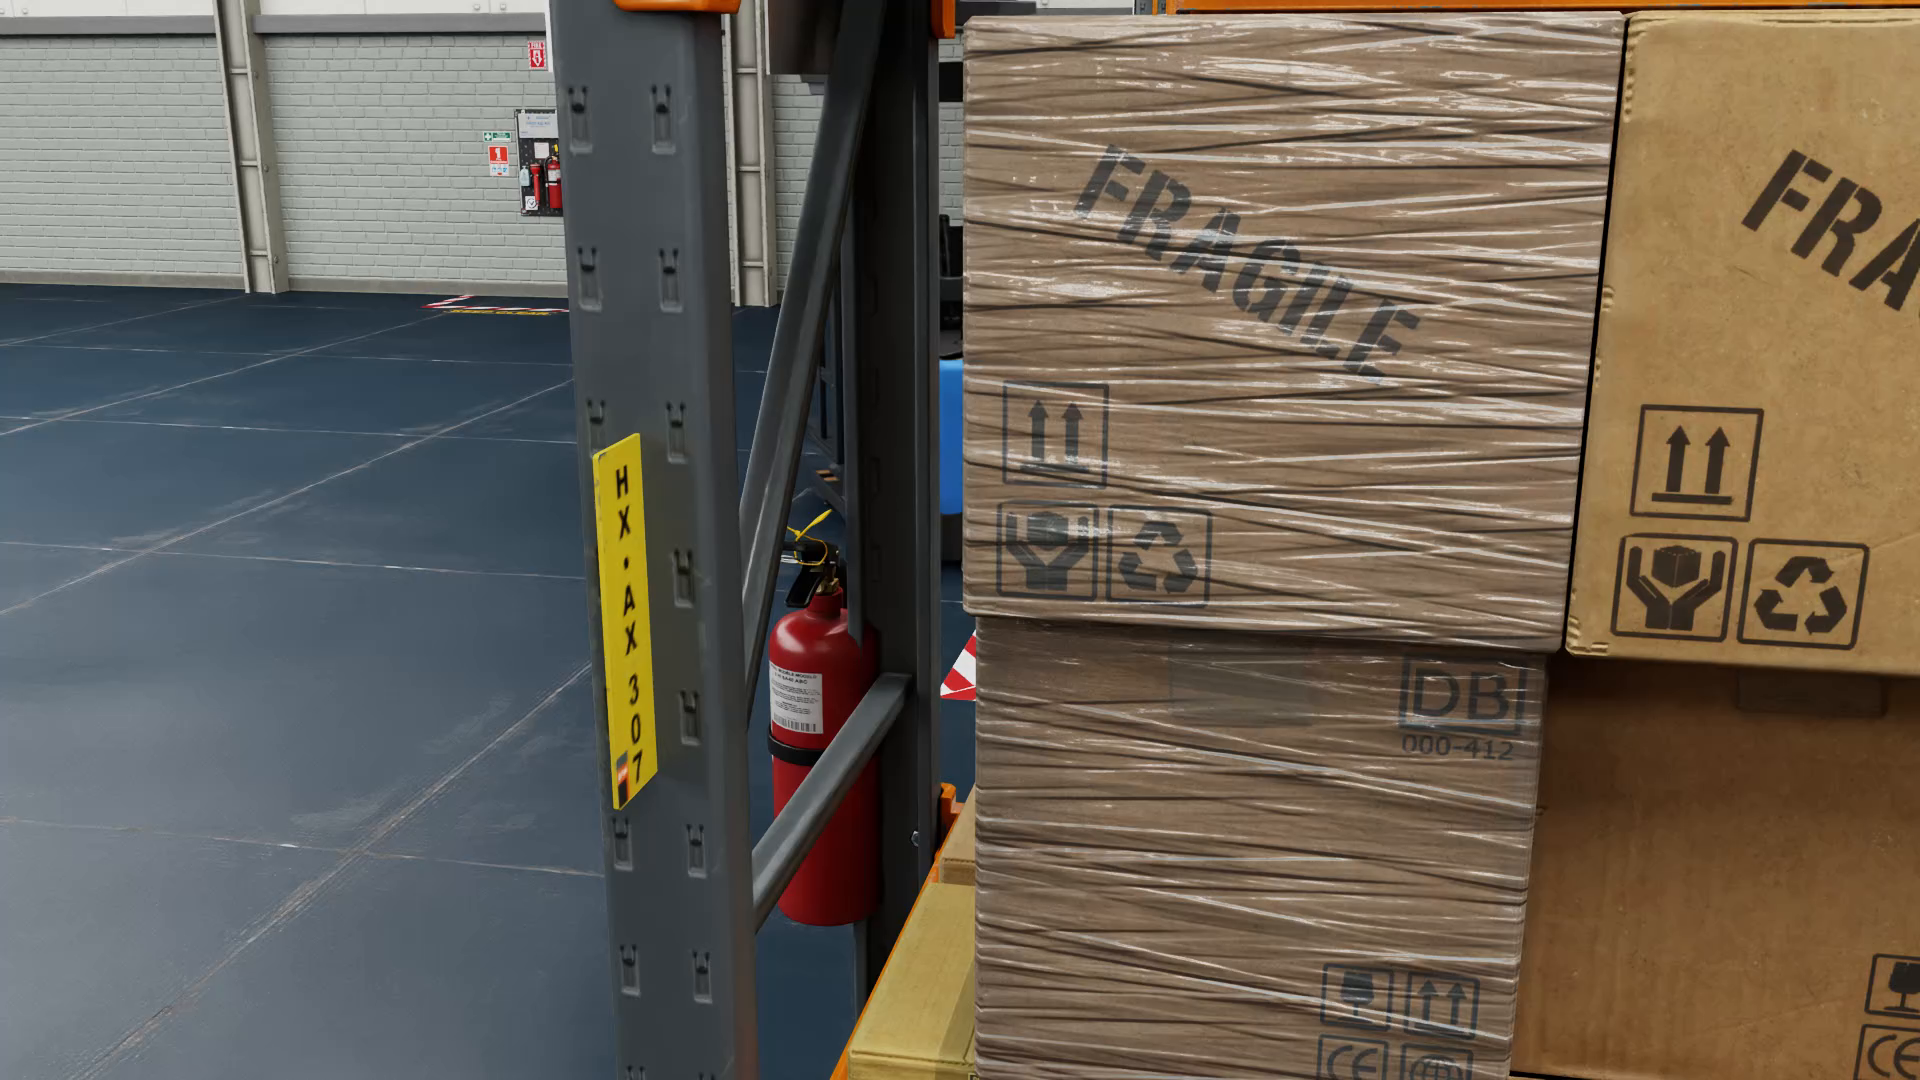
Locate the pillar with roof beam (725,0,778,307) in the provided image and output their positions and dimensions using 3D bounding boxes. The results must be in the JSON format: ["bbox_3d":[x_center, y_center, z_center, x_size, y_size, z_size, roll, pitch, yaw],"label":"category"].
[{"bbox_3d":[-3.107,-5.812,13.118,0.400,9.000,9.100,3,16,11],"label":"pillar with roof beam"}]

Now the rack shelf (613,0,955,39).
[{"bbox_3d":[1.771,-0.644,1.428,4.000,0.370,1.077,3,16,11],"label":"rack shelf"}]

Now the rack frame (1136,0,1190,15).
[{"bbox_3d":[0.798,-0.948,6.794,0.127,3.000,1.000,3,16,11],"label":"rack frame"}]

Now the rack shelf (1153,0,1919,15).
[{"bbox_3d":[2.758,-1.940,6.105,4.000,0.370,1.077,3,16,11],"label":"rack shelf"}]

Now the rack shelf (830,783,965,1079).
[{"bbox_3d":[1.771,0.801,1.828,4.000,0.370,1.077,3,16,11],"label":"rack shelf"}]

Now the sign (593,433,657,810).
[{"bbox_3d":[-0.297,0.073,1.488,0.005,0.325,0.100,3,16,11],"label":"sign"}]

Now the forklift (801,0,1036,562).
[{"bbox_3d":[-0.258,-1.642,9.429,1.130,2.935,3.031,-5,16,-16],"label":"forklift"}]

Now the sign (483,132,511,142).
[{"bbox_3d":[-5.182,-4.515,18.614,0.331,0.109,0.001,3,16,11],"label":"sign"}]

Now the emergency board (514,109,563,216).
[{"bbox_3d":[-4.663,-4.189,18.495,0.643,1.169,0.194,3,16,11],"label":"emergency board"}]

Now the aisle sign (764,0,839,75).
[{"bbox_3d":[-0.190,-0.987,2.065,0.004,0.787,0.394,3,16,11],"label":"aisle sign"}]

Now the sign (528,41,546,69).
[{"bbox_3d":[-4.651,-5.333,18.281,0.199,0.298,0.001,3,16,11],"label":"sign"}]

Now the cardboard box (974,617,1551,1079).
[{"bbox_3d":[0.345,0.193,1.932,0.500,0.500,0.875,3,16,11],"label":"cardboard box"}]

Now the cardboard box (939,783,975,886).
[{"bbox_3d":[0.132,0.430,2.290,0.250,0.149,0.380,3,16,11],"label":"cardboard box"}]

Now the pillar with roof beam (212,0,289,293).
[{"bbox_3d":[-8.986,-6.132,14.271,0.400,9.000,9.100,3,16,11],"label":"pillar with roof beam"}]

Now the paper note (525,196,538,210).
[{"bbox_3d":[-4.823,-3.792,18.712,0.142,0.148,0.016,3,16,11],"label":"paper note"}]

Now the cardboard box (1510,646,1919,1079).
[{"bbox_3d":[0.859,0.188,1.949,0.500,0.500,0.875,3,16,11],"label":"cardboard box"}]

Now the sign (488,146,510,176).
[{"bbox_3d":[-5.184,-4.263,18.694,0.234,0.329,0.001,3,16,11],"label":"sign"}]

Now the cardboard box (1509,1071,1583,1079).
[{"bbox_3d":[0.526,0.582,1.742,0.250,0.149,0.380,3,16,11],"label":"cardboard box"}]

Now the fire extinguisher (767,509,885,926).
[{"bbox_3d":[-0.209,0.259,2.584,0.183,0.674,0.296,3,16,11],"label":"fire extinguisher"}]

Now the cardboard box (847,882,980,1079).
[{"bbox_3d":[0.043,0.547,1.870,0.250,0.149,0.380,3,16,11],"label":"cardboard box"}]

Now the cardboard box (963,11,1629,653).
[{"bbox_3d":[0.296,-0.225,1.567,0.500,0.500,0.500,3,16,11],"label":"cardboard box"}]

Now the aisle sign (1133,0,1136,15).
[{"bbox_3d":[0.669,-2.128,6.184,0.004,0.787,0.394,3,16,11],"label":"aisle sign"}]

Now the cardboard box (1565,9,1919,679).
[{"bbox_3d":[0.784,-0.196,1.464,0.500,0.500,0.500,3,16,11],"label":"cardboard box"}]

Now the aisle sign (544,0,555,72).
[{"bbox_3d":[-0.309,-0.830,1.498,0.004,0.787,0.394,3,16,11],"label":"aisle sign"}]
